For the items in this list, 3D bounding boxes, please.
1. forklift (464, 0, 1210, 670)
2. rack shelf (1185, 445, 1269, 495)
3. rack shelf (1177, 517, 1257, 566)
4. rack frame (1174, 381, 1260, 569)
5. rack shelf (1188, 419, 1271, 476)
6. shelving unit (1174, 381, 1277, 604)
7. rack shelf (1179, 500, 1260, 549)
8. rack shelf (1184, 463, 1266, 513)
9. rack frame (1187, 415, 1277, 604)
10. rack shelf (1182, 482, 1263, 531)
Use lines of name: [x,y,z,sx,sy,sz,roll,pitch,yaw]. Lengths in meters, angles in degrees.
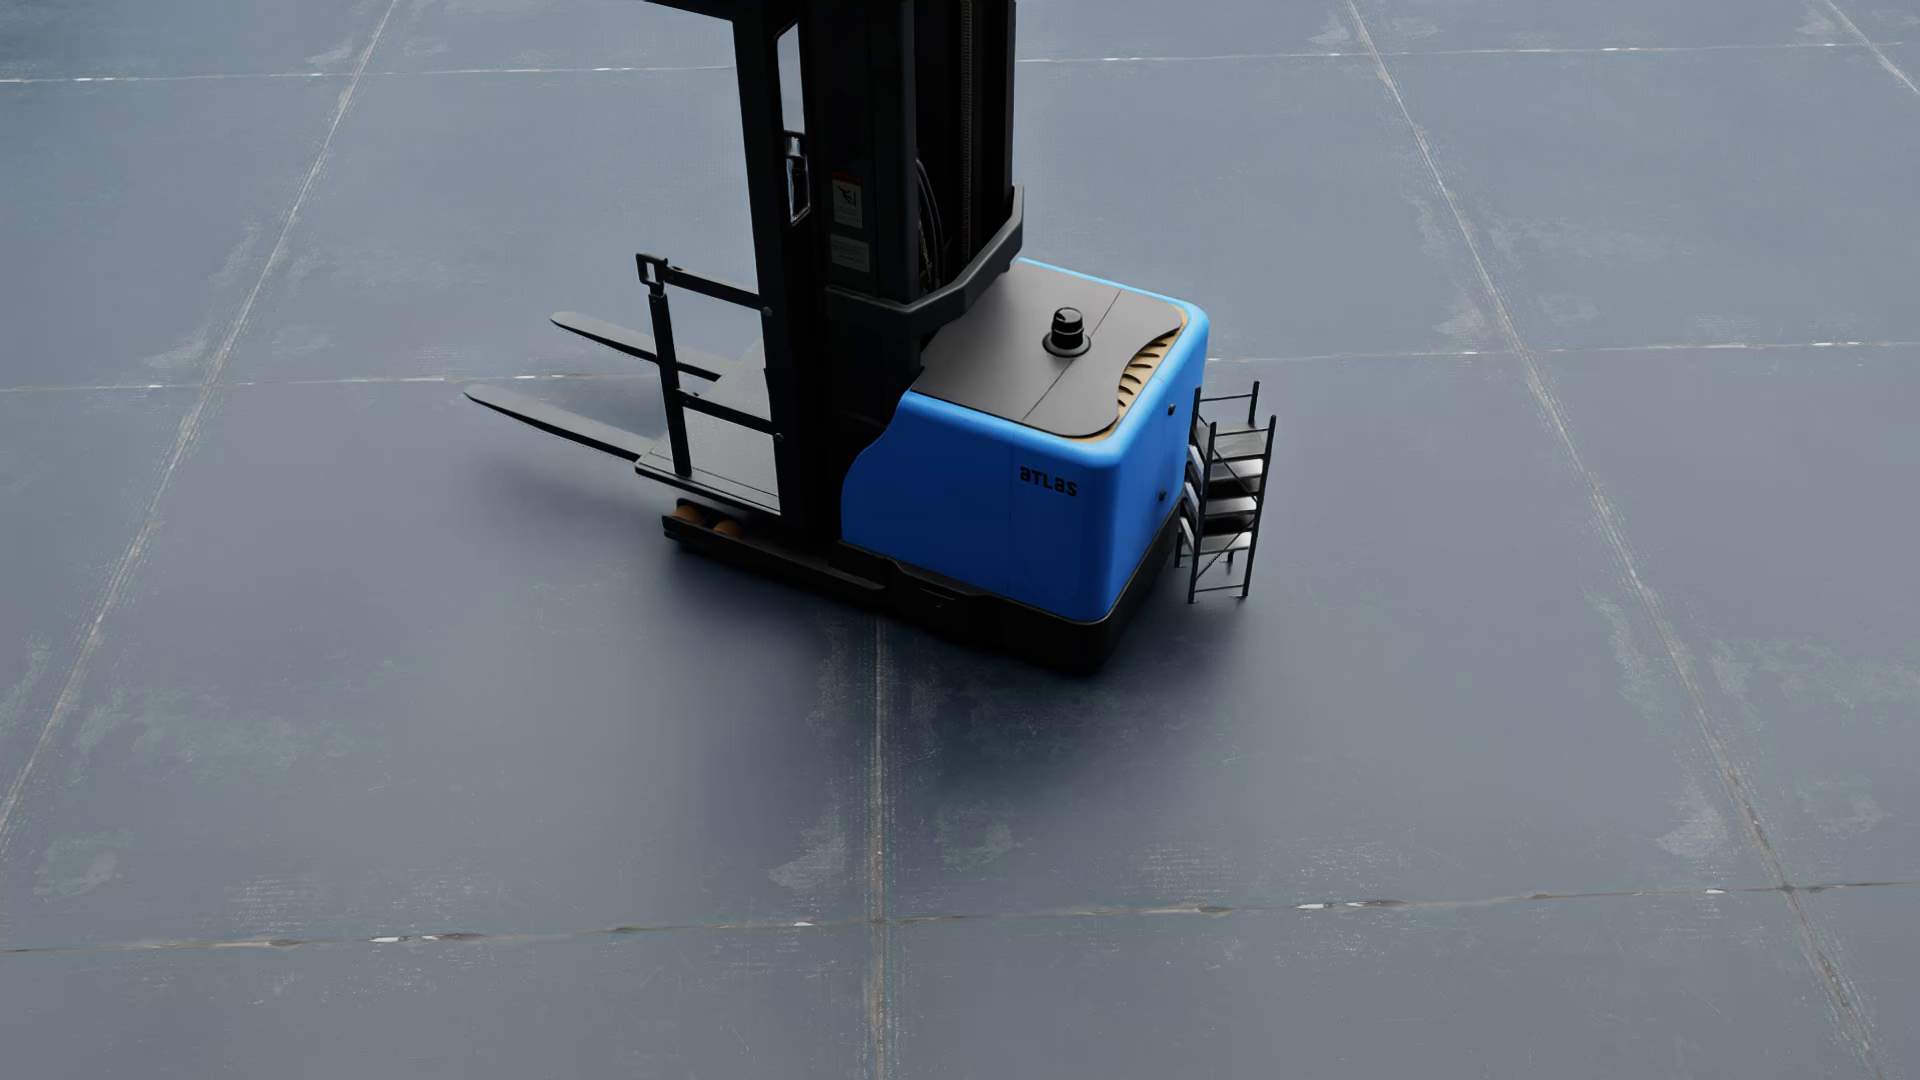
forklift: [-0.622,-1.296,5.994,3.031,2.935,1.130,19,46,19]
rack shelf: [0.988,-0.274,6.166,0.258,0.077,0.200,-7,43,-7]
rack shelf: [0.988,-0.008,6.409,0.258,0.077,0.200,-7,43,-7]
rack frame: [0.971,-0.233,6.339,0.240,0.900,0.006,-7,43,-7]
rack shelf: [0.988,-0.340,6.105,0.258,0.077,0.200,-7,43,-7]
shelving unit: [0.988,-0.166,6.265,0.258,0.900,0.210,-7,43,-7]
rack shelf: [0.988,-0.075,6.348,0.258,0.077,0.200,-7,43,-7]
rack shelf: [0.988,-0.207,6.226,0.258,0.077,0.200,-7,43,-7]
rack frame: [1.005,-0.098,6.191,0.240,0.900,0.006,-7,43,-7]
rack shelf: [0.988,-0.141,6.287,0.258,0.077,0.200,-7,43,-7]
